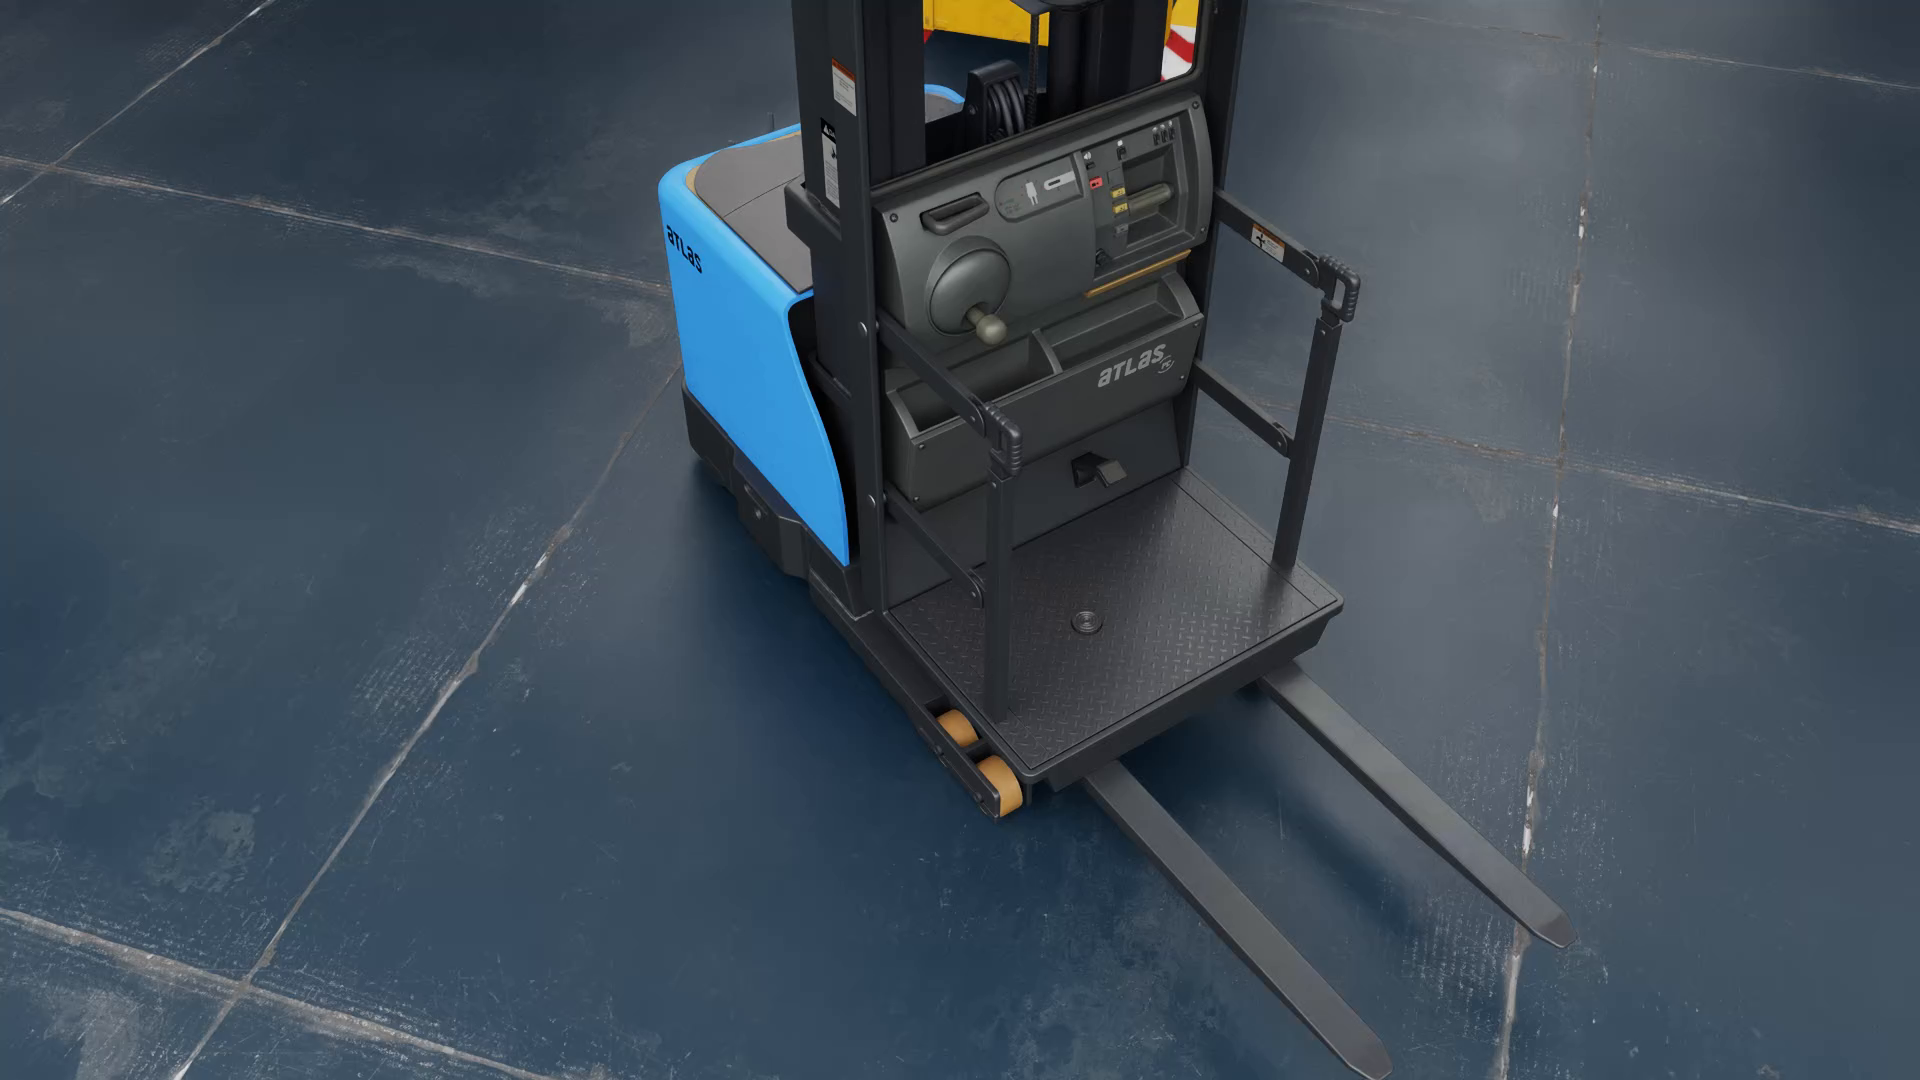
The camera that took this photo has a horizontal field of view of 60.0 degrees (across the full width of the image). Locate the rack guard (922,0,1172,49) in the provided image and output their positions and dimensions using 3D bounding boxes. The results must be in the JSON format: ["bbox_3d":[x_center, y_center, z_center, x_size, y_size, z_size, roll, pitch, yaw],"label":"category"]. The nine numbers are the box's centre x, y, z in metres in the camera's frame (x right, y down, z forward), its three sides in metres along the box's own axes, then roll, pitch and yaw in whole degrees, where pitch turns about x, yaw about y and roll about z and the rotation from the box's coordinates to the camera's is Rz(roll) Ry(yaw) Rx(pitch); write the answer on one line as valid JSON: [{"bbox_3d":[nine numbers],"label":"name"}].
[{"bbox_3d":[0.365,-2.543,7.492,1.175,0.500,0.348,13,46,13],"label":"rack guard"}]

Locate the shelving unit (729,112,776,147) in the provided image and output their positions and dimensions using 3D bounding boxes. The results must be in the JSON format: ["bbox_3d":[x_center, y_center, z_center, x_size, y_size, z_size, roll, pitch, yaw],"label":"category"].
[{"bbox_3d":[-0.574,-0.956,5.584,0.258,0.900,0.210,23,49,22],"label":"shelving unit"}]

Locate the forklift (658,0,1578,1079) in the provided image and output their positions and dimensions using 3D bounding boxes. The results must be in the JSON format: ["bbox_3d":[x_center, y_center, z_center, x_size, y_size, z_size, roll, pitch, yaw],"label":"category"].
[{"bbox_3d":[0.350,-0.687,3.857,1.130,2.935,3.031,-25,50,-24],"label":"forklift"}]

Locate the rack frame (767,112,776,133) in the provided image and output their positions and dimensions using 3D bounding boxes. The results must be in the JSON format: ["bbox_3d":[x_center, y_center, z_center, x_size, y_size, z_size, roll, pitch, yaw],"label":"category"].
[{"bbox_3d":[-0.520,-1.017,5.646,0.240,0.900,0.006,23,49,22],"label":"rack frame"}]

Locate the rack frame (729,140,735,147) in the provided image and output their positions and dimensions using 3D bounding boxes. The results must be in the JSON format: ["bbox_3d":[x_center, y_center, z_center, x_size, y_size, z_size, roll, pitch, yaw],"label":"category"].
[{"bbox_3d":[-0.627,-0.896,5.522,0.240,0.900,0.006,23,49,22],"label":"rack frame"}]
